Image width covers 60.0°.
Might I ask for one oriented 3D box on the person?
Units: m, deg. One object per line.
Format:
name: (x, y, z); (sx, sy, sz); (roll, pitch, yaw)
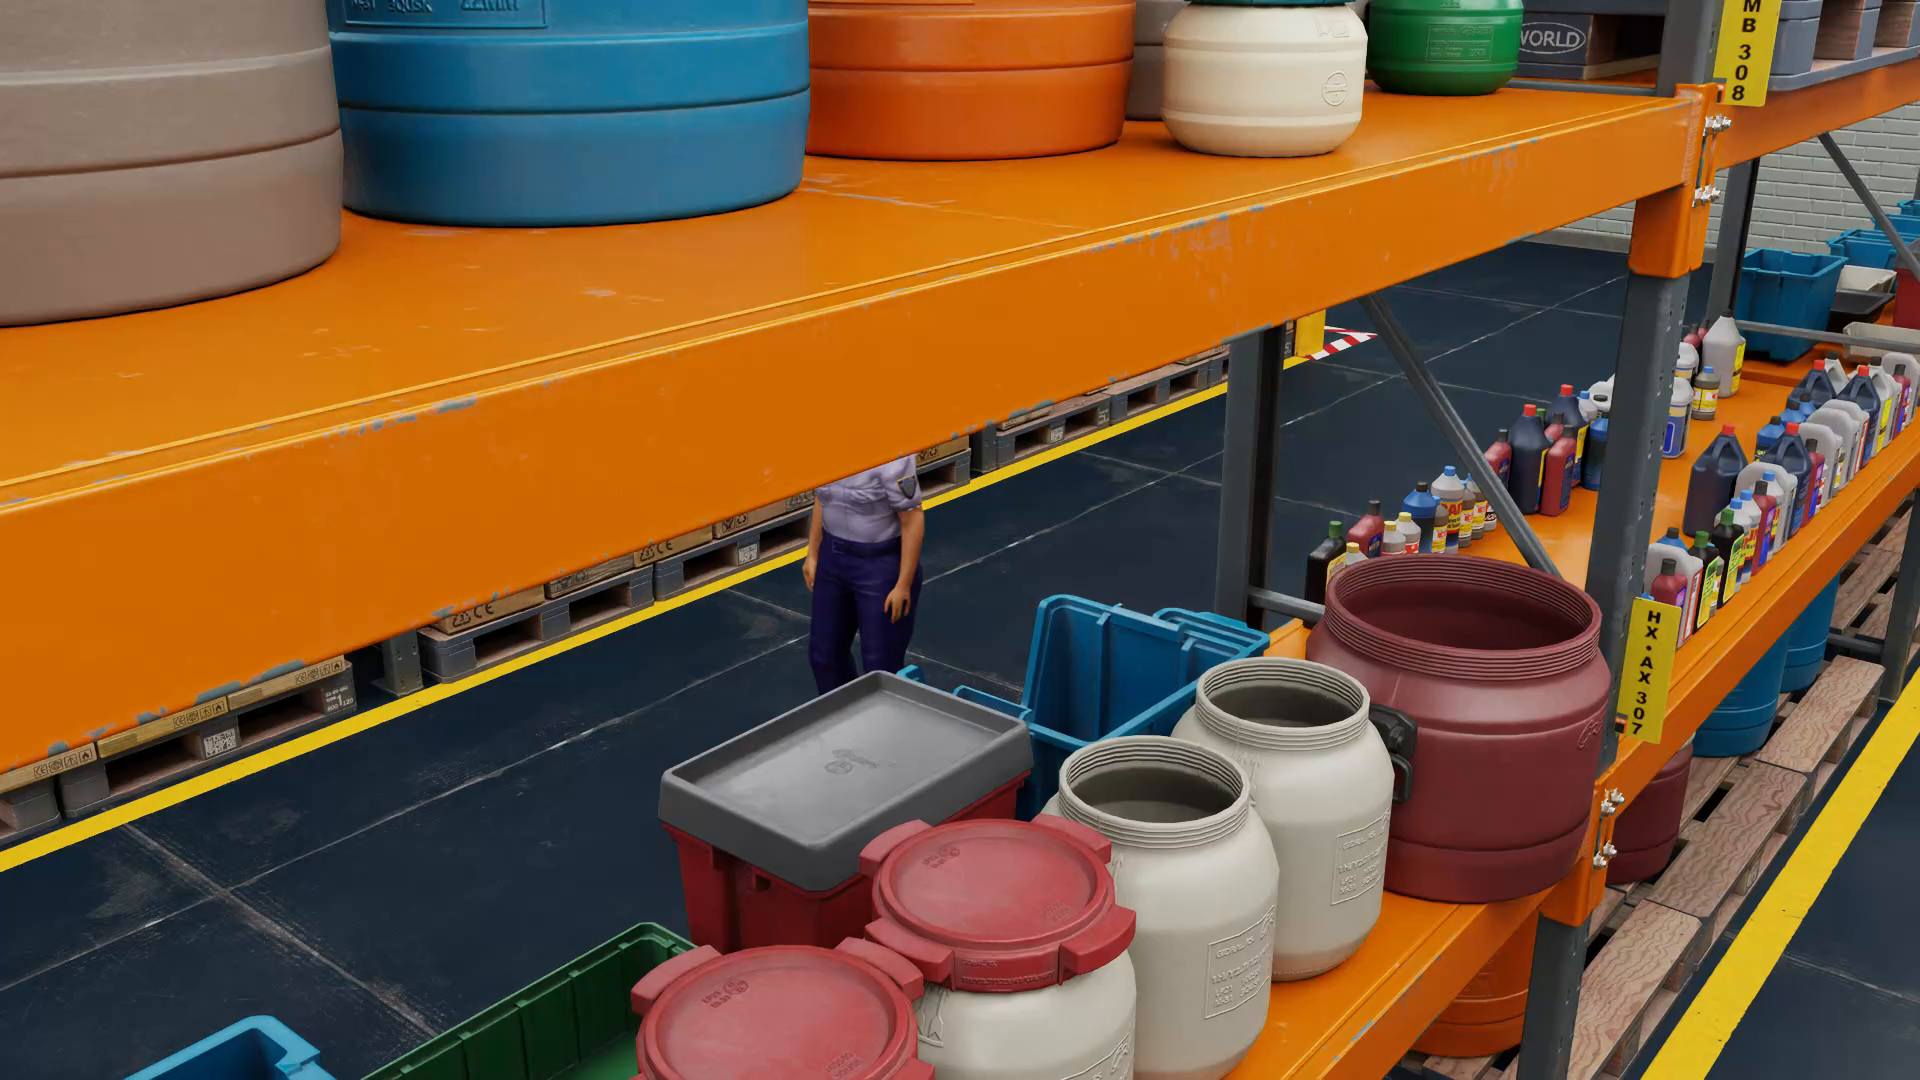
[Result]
person: (-0.367, 0.127, 6.245); (0.538, 1.652, 0.371); (16, 26, 37)
